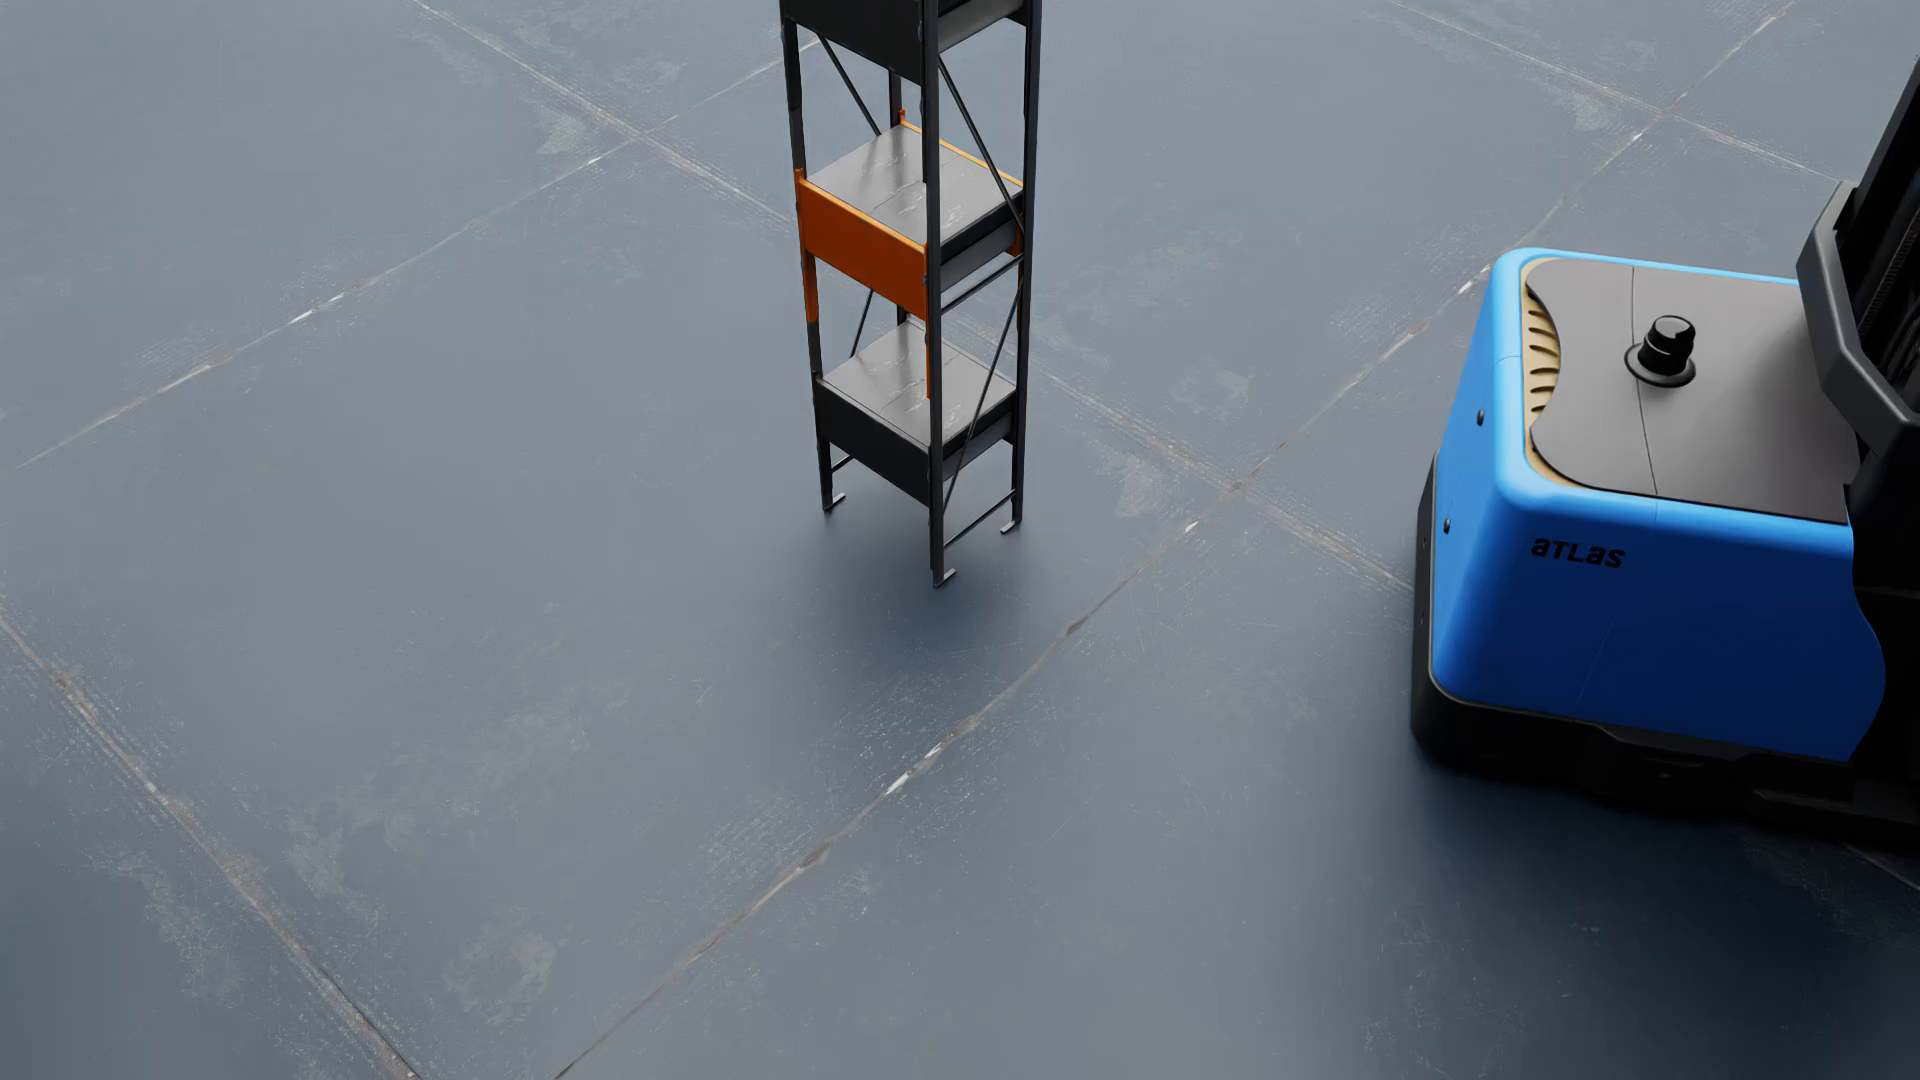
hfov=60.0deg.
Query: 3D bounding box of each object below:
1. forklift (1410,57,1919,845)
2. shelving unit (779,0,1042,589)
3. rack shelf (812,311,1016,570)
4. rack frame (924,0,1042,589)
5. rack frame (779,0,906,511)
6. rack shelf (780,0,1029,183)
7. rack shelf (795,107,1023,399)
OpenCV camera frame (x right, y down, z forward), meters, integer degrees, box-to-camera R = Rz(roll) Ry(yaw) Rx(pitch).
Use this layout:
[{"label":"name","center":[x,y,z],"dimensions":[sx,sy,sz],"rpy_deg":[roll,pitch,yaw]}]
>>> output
[{"label":"forklift","center":[2.835,-0.512,3.721],"dimensions":[3.031,2.935,1.130],"rpy_deg":[9,47,8]},{"label":"shelving unit","center":[-0.122,-0.801,4.561],"dimensions":[0.503,2.100,0.431],"rpy_deg":[34,55,28]},{"label":"rack shelf","center":[-0.122,-0.312,5.082],"dimensions":[0.480,0.518,0.431],"rpy_deg":[34,55,28]},{"label":"rack frame","center":[0.058,-0.680,4.448],"dimensions":[0.015,2.100,0.400],"rpy_deg":[34,55,28]},{"label":"rack frame","center":[-0.301,-0.921,4.675],"dimensions":[0.015,2.100,0.400],"rpy_deg":[34,55,28]},{"label":"rack shelf","center":[-0.122,-1.270,4.061],"dimensions":[0.480,0.518,0.431],"rpy_deg":[34,55,28]},{"label":"rack shelf","center":[-0.122,-0.791,4.571],"dimensions":[0.480,0.518,0.431],"rpy_deg":[34,55,28]}]
